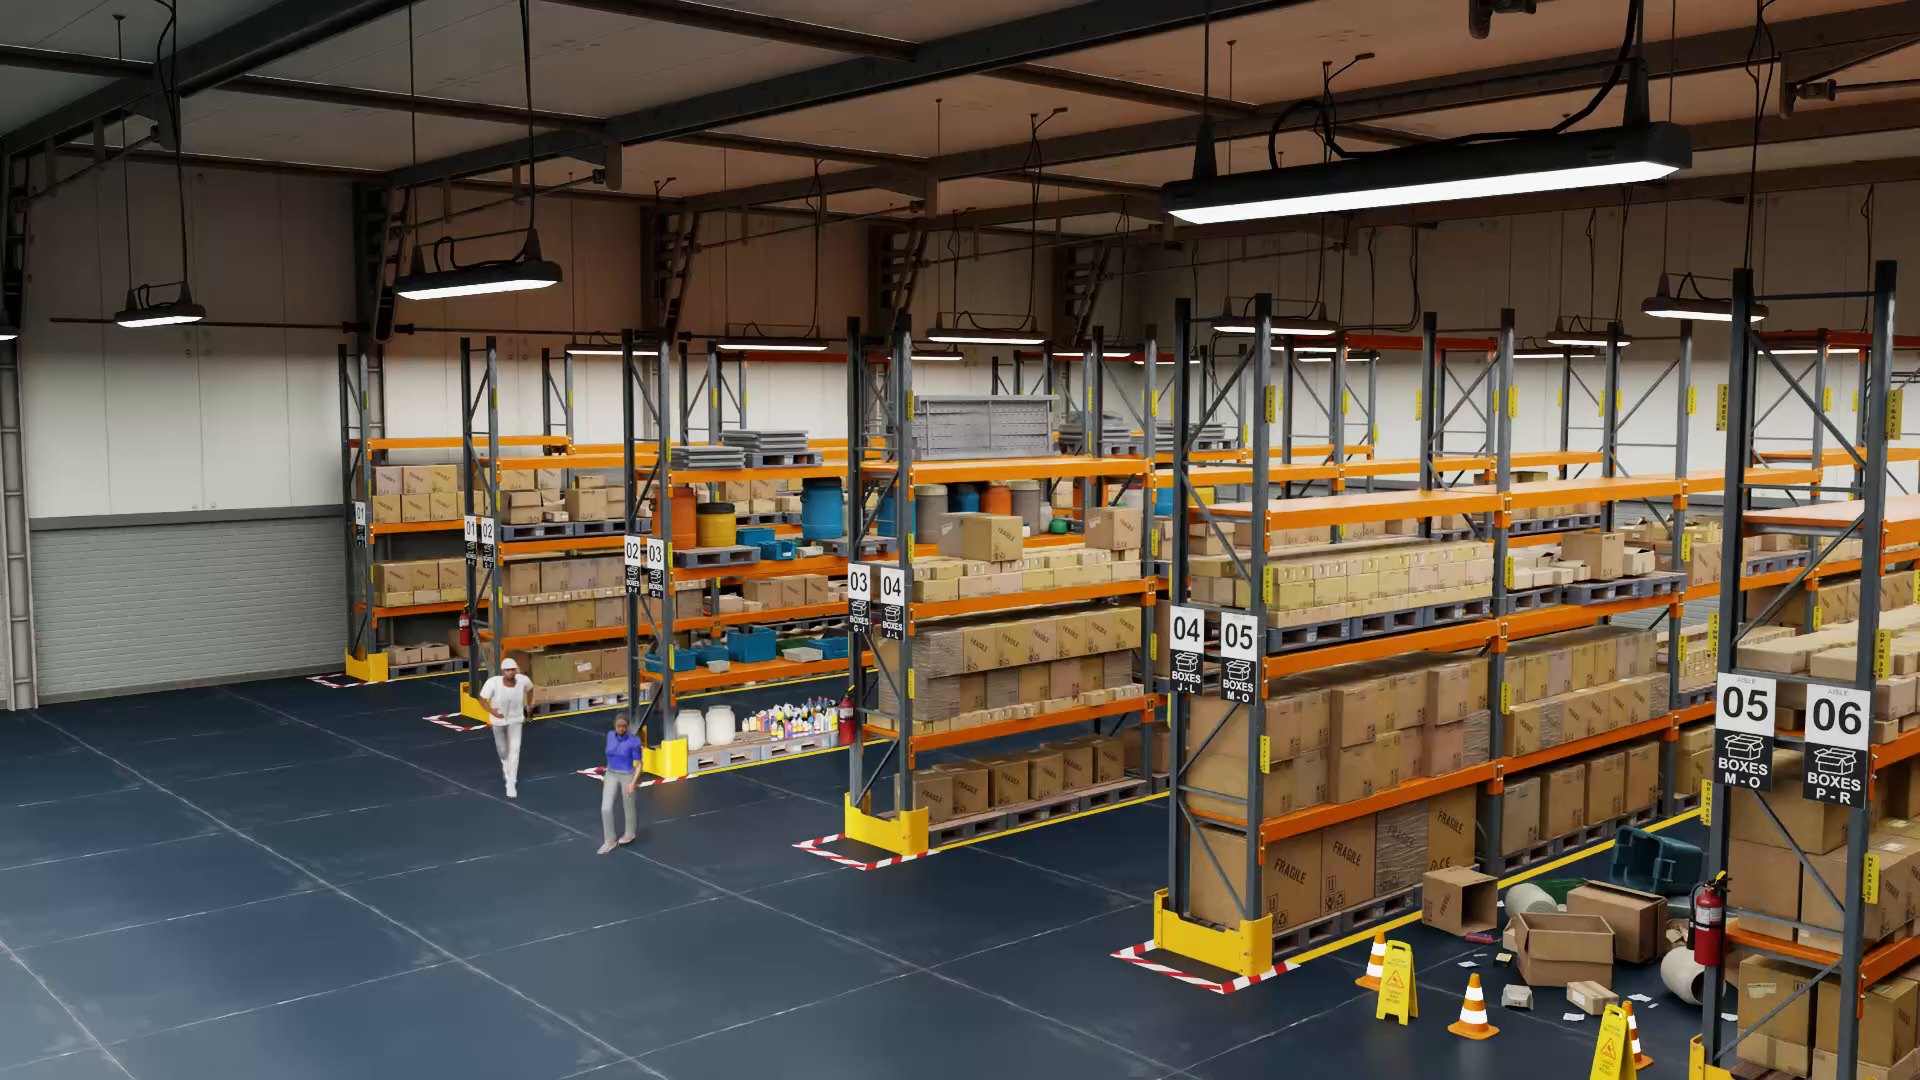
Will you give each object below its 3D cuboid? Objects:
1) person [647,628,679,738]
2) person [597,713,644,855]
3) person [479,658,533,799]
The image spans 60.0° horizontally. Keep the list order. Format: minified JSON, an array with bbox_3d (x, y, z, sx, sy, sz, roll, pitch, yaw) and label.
[{"bbox_3d":[-4.403,2.115,24.894,0.621,1.663,0.556,2,6,25],"label":"person"},{"bbox_3d":[-3.785,2.712,18.728,0.537,1.629,0.798,0,5,6],"label":"person"},{"bbox_3d":[-5.878,2.374,21.565,0.685,1.760,1.113,-1,5,-15],"label":"person"}]
